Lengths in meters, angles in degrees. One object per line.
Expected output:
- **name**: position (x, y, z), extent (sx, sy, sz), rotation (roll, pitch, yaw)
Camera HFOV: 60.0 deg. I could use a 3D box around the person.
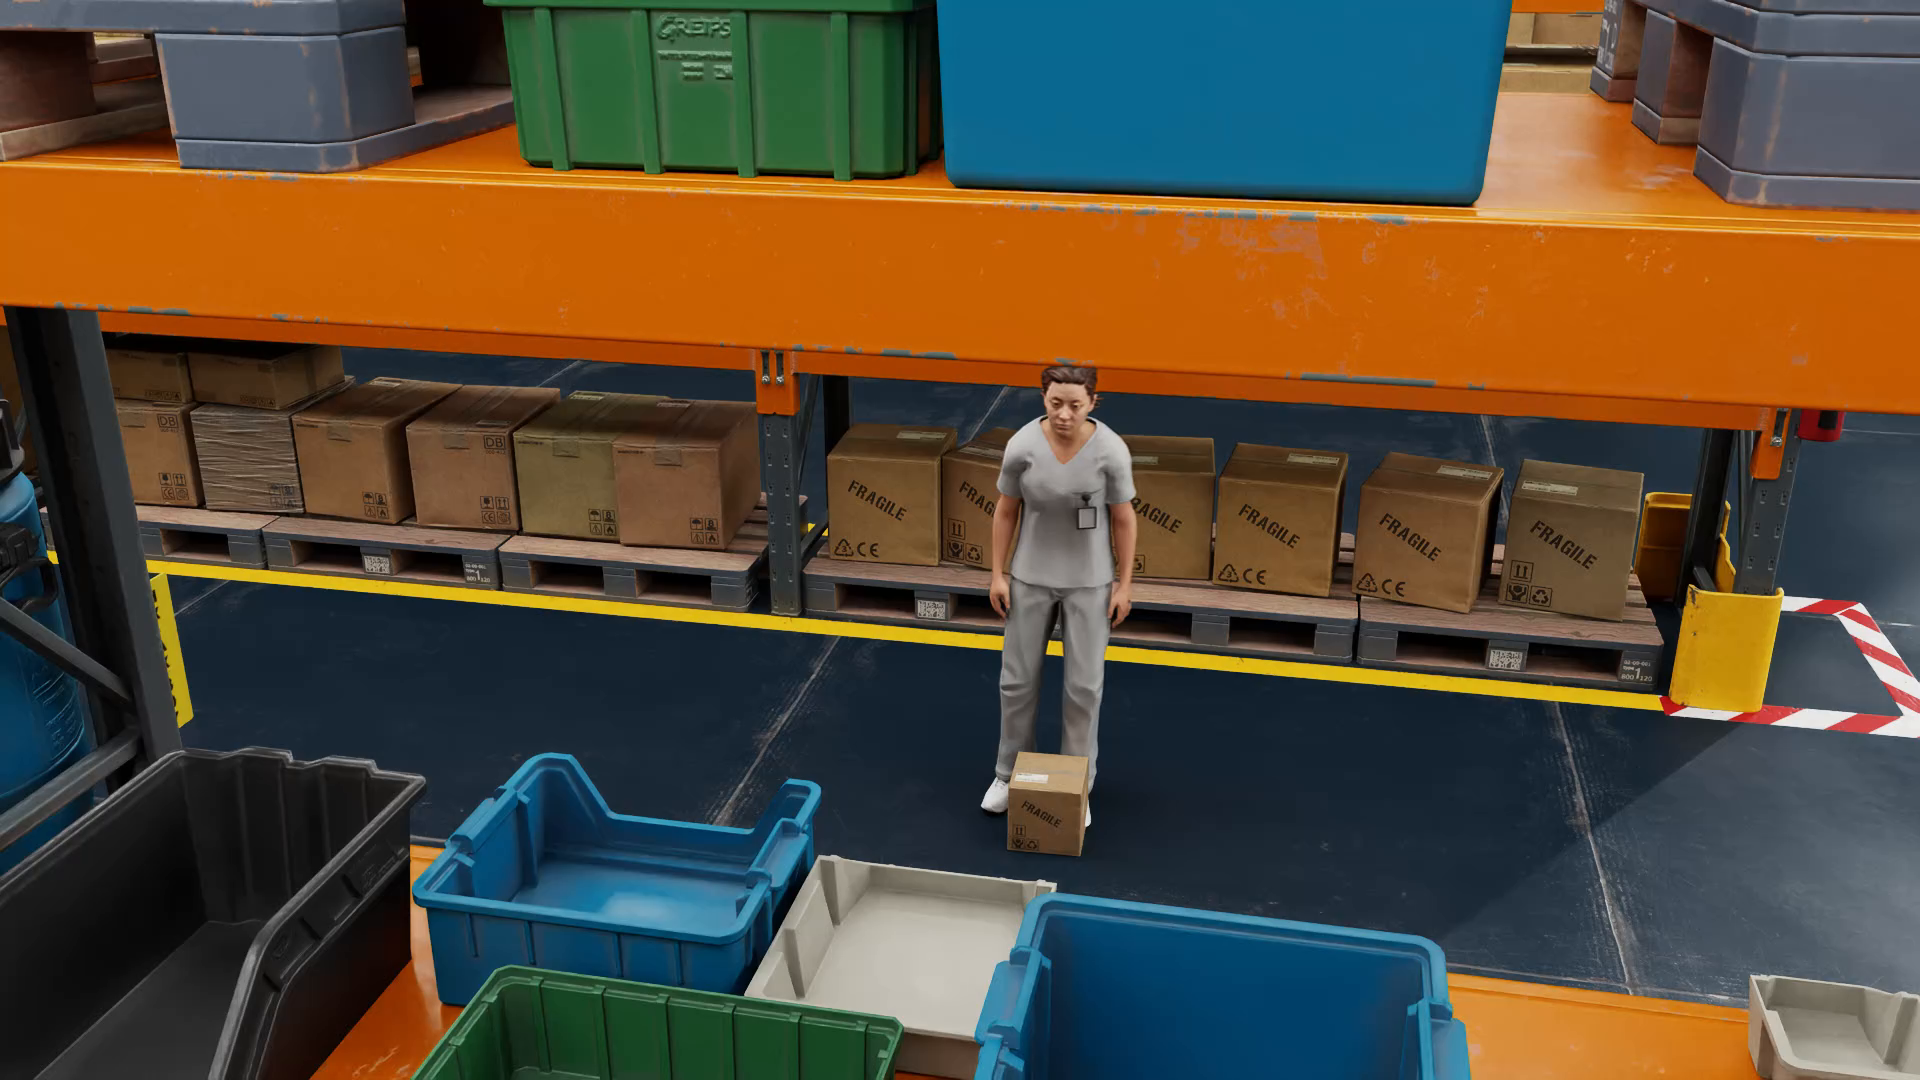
- **person**: position (0.340, 0.176, 5.673), extent (0.499, 1.652, 0.405), rotation (4, 22, 10)
